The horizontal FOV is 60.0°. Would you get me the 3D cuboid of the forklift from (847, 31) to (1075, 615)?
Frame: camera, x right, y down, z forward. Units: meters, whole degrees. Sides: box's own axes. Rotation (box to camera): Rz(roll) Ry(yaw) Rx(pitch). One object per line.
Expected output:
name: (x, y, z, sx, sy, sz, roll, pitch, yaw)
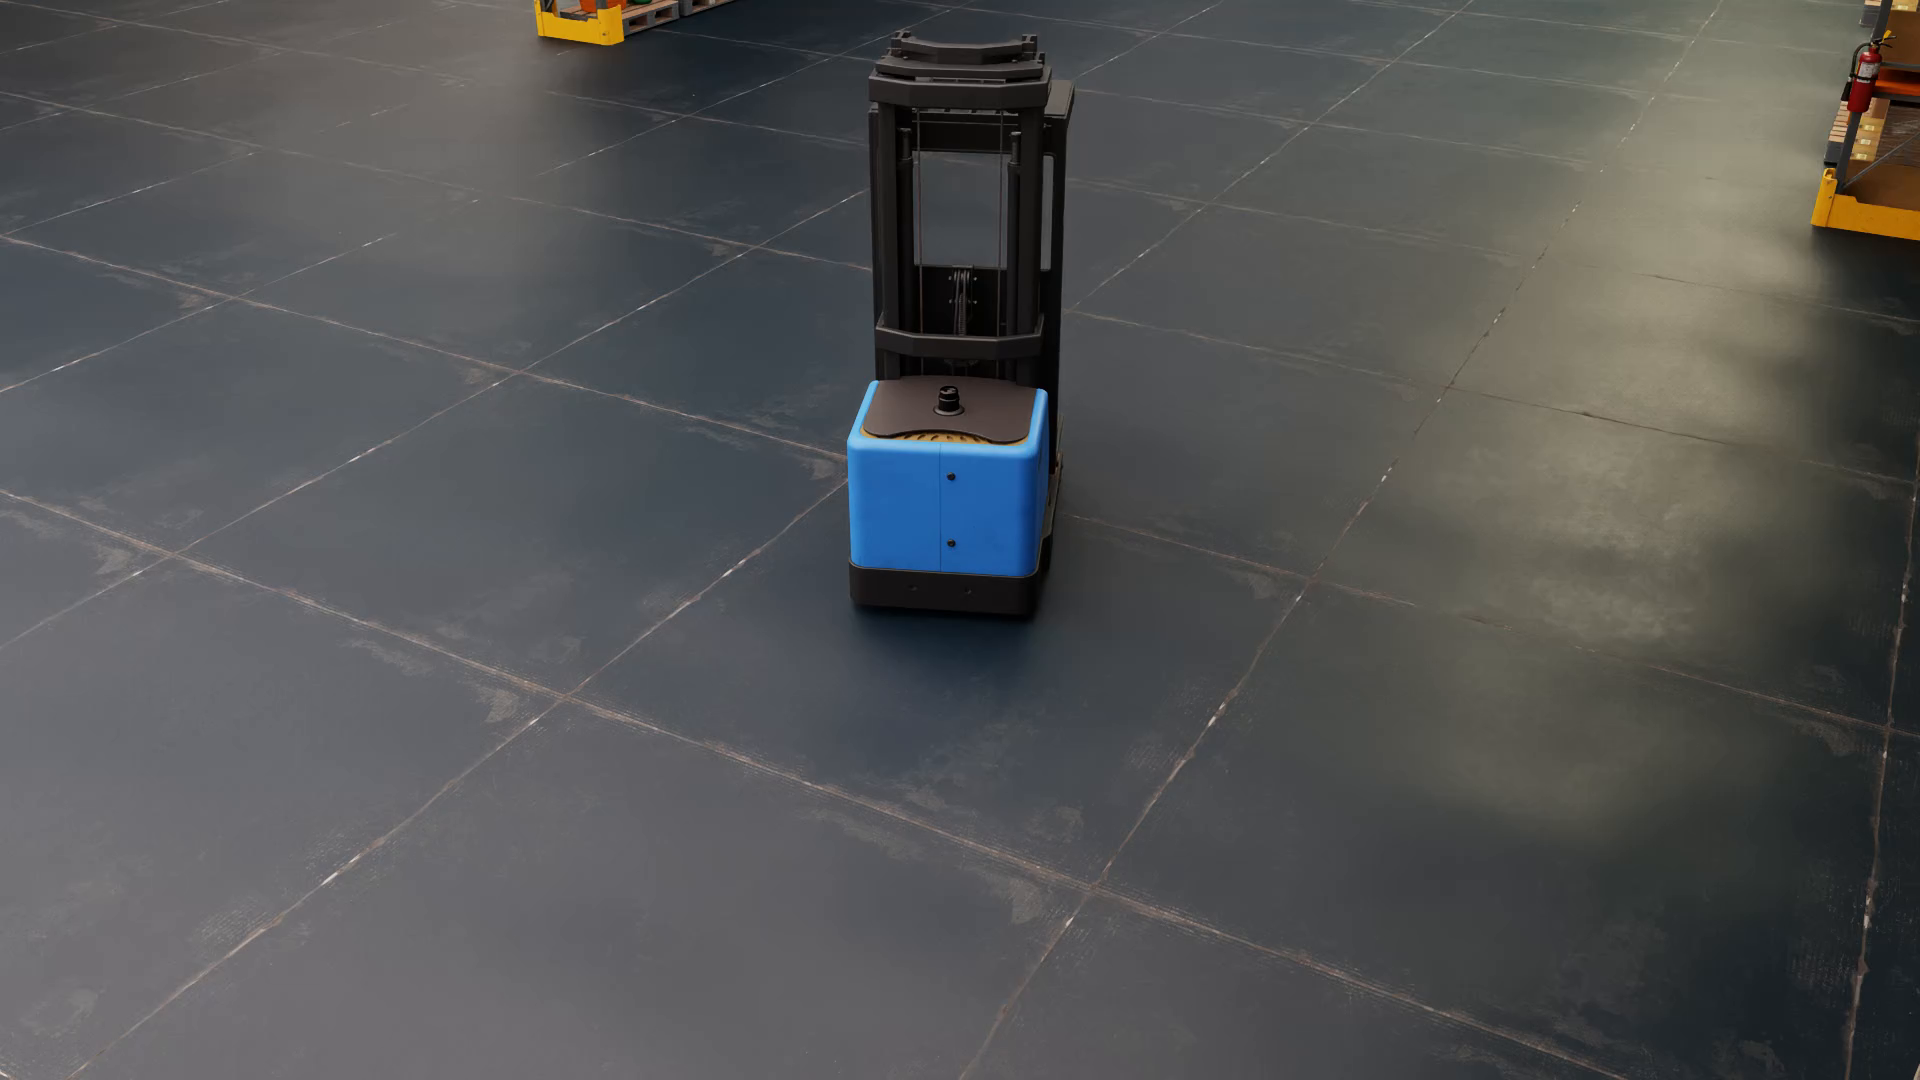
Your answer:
forklift: (0.072, -1.572, 9.794, 1.130, 2.935, 3.031, 3, 30, 6)
